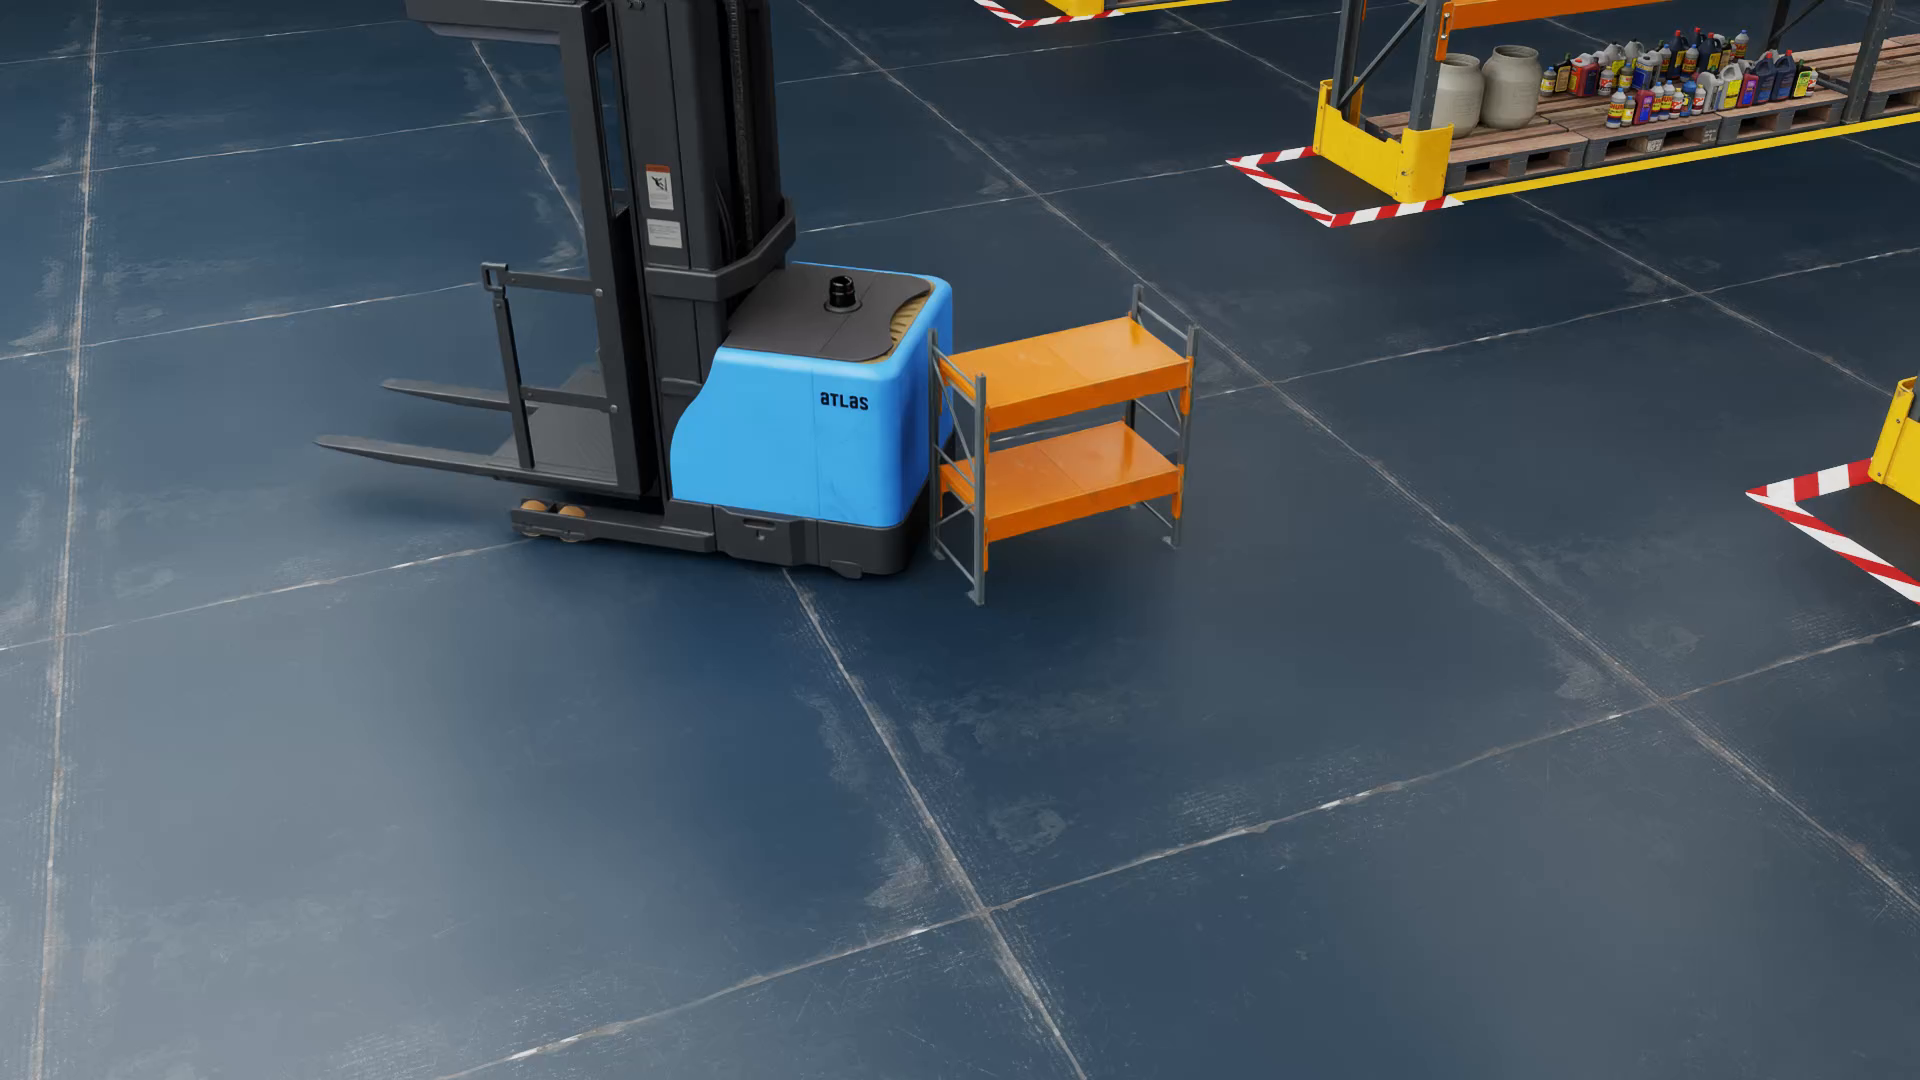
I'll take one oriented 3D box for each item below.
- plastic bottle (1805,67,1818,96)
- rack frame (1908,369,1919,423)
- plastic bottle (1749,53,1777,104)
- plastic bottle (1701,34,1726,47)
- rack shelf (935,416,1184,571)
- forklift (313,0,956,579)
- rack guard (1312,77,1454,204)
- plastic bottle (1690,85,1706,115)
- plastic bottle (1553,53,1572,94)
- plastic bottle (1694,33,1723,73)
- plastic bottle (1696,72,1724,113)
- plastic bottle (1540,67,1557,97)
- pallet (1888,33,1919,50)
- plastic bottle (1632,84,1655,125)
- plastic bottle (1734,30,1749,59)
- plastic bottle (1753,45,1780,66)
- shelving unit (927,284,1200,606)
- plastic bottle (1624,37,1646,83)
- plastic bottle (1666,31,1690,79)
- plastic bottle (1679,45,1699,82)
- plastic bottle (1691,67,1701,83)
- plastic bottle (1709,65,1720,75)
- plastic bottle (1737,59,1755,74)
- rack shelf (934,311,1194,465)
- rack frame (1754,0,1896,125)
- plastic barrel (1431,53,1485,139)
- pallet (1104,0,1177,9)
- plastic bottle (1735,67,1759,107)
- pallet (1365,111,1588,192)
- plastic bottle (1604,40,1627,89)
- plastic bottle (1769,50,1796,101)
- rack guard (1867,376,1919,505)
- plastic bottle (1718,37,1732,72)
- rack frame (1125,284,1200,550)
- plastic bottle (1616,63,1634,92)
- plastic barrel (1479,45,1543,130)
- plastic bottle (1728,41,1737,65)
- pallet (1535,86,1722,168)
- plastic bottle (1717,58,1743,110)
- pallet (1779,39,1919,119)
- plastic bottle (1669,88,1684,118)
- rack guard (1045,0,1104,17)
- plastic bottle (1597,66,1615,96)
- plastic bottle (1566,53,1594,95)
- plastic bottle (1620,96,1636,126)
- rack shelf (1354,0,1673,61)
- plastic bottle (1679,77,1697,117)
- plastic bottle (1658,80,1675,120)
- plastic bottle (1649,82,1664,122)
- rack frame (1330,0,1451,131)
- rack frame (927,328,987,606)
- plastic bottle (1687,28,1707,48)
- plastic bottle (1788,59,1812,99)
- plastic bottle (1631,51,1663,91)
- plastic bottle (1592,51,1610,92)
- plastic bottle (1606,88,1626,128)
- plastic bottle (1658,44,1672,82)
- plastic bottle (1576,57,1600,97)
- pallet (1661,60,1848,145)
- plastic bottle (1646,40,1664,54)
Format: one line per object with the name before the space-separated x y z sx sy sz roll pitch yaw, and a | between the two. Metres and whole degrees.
plastic bottle | 6.353 -3.434 12.439 0.097 0.201 0.097 0 33 0
rack frame | 4.796 -1.320 7.029 0.127 3.000 1.000 -13 35 -19
plastic bottle | 5.908 -3.408 12.263 0.185 0.351 0.144 -15 36 -21
plastic bottle | 5.816 -3.769 12.887 0.135 0.276 0.152 -12 35 -17
rack shelf | 0.441 -0.224 7.511 1.000 0.278 0.538 -15 36 -22
forklift | -1.596 -1.486 7.346 3.031 2.935 1.130 8 34 12
rack guard | 2.931 -2.803 11.599 0.348 0.500 1.175 -13 35 -19
plastic bottle | 5.360 -3.206 12.090 0.097 0.201 0.097 0 33 0
plastic bottle | 4.503 -3.499 12.464 0.133 0.283 0.061 -12 35 -18
plastic bottle | 5.718 -3.695 12.704 0.185 0.351 0.144 -13 35 -19
plastic bottle | 5.458 -3.276 12.129 0.135 0.276 0.152 -12 35 -18
plastic bottle | 4.402 -3.431 12.435 0.097 0.201 0.097 0 33 0
pallet | 8.402 -3.932 13.599 1.213 0.211 1.003 -13 35 -19
plastic bottle | 4.887 -3.121 11.884 0.133 0.283 0.061 -12 35 -18
plastic bottle | 6.103 -3.849 13.014 0.097 0.271 0.097 0 33 0
plastic bottle | 6.029 -3.521 12.437 0.185 0.351 0.144 -13 35 -19
shelving unit | 0.441 -0.429 7.377 1.048 1.125 0.538 -15 36 -22
plastic bottle | 5.096 -3.638 12.617 0.185 0.351 0.144 -13 35 -19
plastic bottle | 5.488 -3.728 12.755 0.185 0.351 0.144 -14 36 -21
plastic bottle | 5.575 -3.643 12.697 0.097 0.271 0.097 0 33 0
plastic bottle | 5.417 -3.333 12.209 0.133 0.283 0.061 -13 35 -19
plastic bottle | 5.546 -3.358 12.247 0.133 0.283 0.061 -13 35 -19
plastic bottle | 5.827 -3.446 12.390 0.135 0.276 0.152 -13 35 -19
rack shelf | 0.441 -0.674 7.218 1.000 0.278 0.538 -15 36 -22
rack frame | 6.567 -4.655 12.155 0.127 3.000 1.000 -13 35 -19
plastic barrel | 3.456 -3.122 11.693 0.421 0.512 0.421 0 33 0
pallet | 1.653 -5.316 15.727 1.213 0.211 1.003 -13 35 -19
plastic bottle | 5.774 -3.325 12.196 0.133 0.283 0.061 -11 35 -16
pallet | 3.682 -2.851 11.938 1.213 0.211 1.003 -13 35 -19
plastic bottle | 4.924 -3.599 12.556 0.185 0.351 0.144 -11 35 -17
plastic bottle | 6.085 -3.449 12.325 0.185 0.351 0.144 -14 36 -20
rack guard | 4.866 -0.289 7.735 0.348 0.500 1.175 -13 35 -19
plastic bottle | 5.858 -3.719 12.803 0.133 0.283 0.061 -13 35 -19
rack frame | 0.898 -0.550 7.564 0.032 1.125 0.500 -15 36 -22
plastic bottle | 5.012 -3.485 12.518 0.097 0.201 0.097 0 33 0
plastic barrel | 3.918 -3.227 11.856 0.421 0.512 0.421 0 33 0
plastic bottle | 6.010 -3.799 13.000 0.097 0.201 0.097 0 33 0
pallet | 4.805 -3.106 12.330 1.213 0.211 1.003 -13 35 -19
plastic bottle | 5.610 -3.340 12.158 0.185 0.351 0.144 -13 35 -19
pallet | 7.276 -3.672 13.200 1.213 0.211 1.003 -13 35 -19
plastic bottle | 5.171 -3.163 12.023 0.097 0.201 0.097 0 33 0
rack guard | 0.942 -5.250 15.360 0.348 0.500 1.175 -13 35 -19
plastic bottle | 4.839 -3.441 12.450 0.097 0.201 0.097 0 33 0
plastic bottle | 4.645 -3.501 12.475 0.135 0.276 0.152 -13 35 -19
plastic bottle | 4.766 -3.070 11.881 0.097 0.201 0.097 0 33 0
rack shelf | 4.723 -3.932 11.702 4.000 0.370 1.077 -13 35 -19
plastic bottle | 5.266 -3.214 12.038 0.097 0.271 0.097 0 33 0
plastic bottle | 5.079 -3.171 11.972 0.097 0.271 0.097 0 33 0
plastic bottle | 4.987 -3.150 11.939 0.097 0.271 0.097 0 33 0
rack frame | 2.879 -3.811 10.857 0.127 3.000 1.000 -13 35 -19
rack frame | -0.016 -0.307 7.190 0.032 1.125 0.500 -15 36 -22
plastic bottle | 5.662 -3.768 12.816 0.185 0.351 0.144 -12 35 -18
plastic bottle | 6.251 -3.434 12.364 0.133 0.283 0.061 -11 35 -17
plastic bottle | 5.176 -3.538 12.531 0.135 0.276 0.152 -13 35 -19
plastic bottle | 4.773 -3.531 12.520 0.135 0.276 0.152 -14 36 -20
plastic bottle | 4.671 -3.078 11.828 0.097 0.271 0.097 0 33 0
plastic bottle | 5.367 -3.645 12.700 0.097 0.271 0.097 0 33 0
plastic bottle | 4.687 -3.451 12.391 0.133 0.283 0.061 -13 35 -19
pallet | 5.931 -3.366 12.729 1.213 0.211 1.003 -13 35 -19
plastic bottle | 5.320 -3.686 12.752 0.133 0.283 0.061 -11 35 -17
